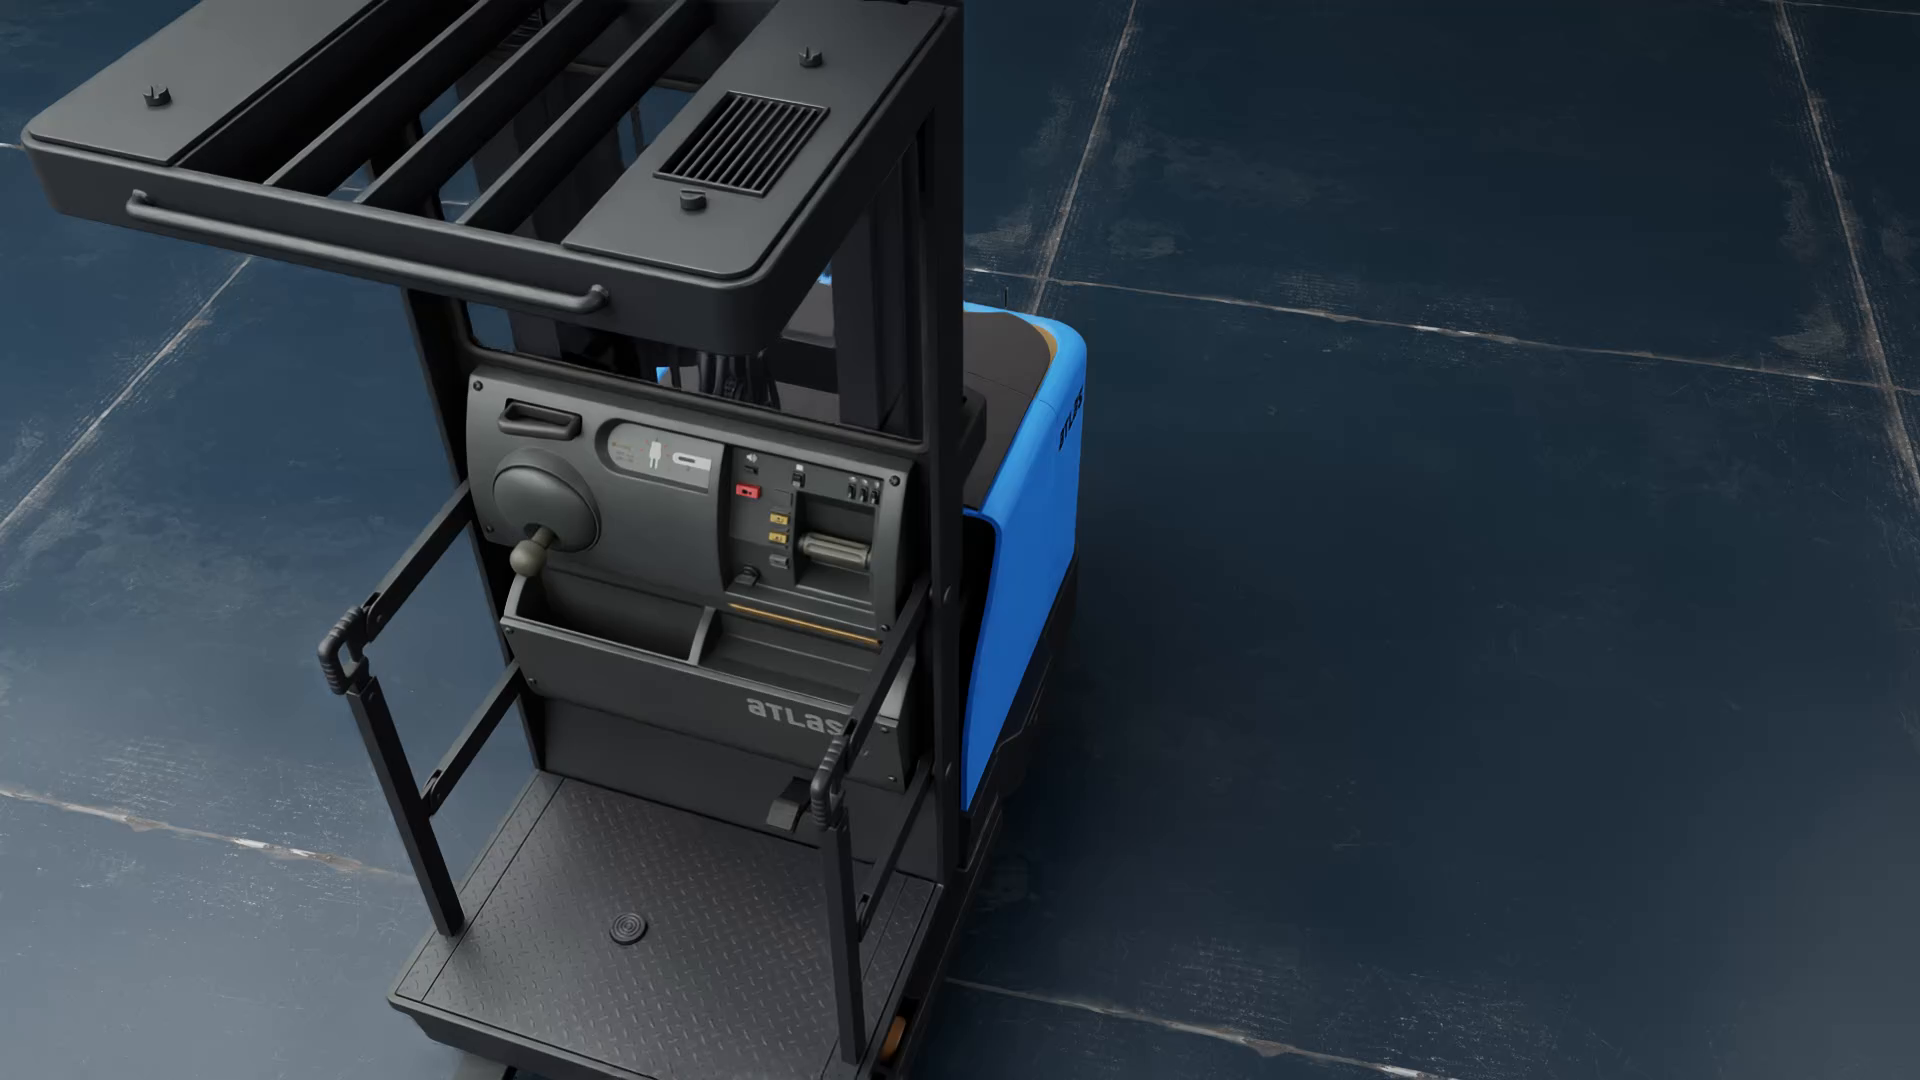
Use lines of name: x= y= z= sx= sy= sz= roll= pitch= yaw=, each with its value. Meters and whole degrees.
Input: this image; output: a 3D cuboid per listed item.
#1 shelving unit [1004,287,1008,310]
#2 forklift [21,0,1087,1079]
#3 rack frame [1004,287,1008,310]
shelving unit: x=0.008 y=-0.323 z=4.937 sx=0.210 sy=0.900 sz=0.258 roll=9 pitch=45 yaw=9
forklift: x=-0.612 y=0.024 z=3.112 sx=1.130 sy=2.935 sz=3.031 roll=13 pitch=45 yaw=13
rack frame: x=0.107 y=-0.308 z=4.921 sx=0.006 sy=0.900 sz=0.240 roll=9 pitch=45 yaw=9
